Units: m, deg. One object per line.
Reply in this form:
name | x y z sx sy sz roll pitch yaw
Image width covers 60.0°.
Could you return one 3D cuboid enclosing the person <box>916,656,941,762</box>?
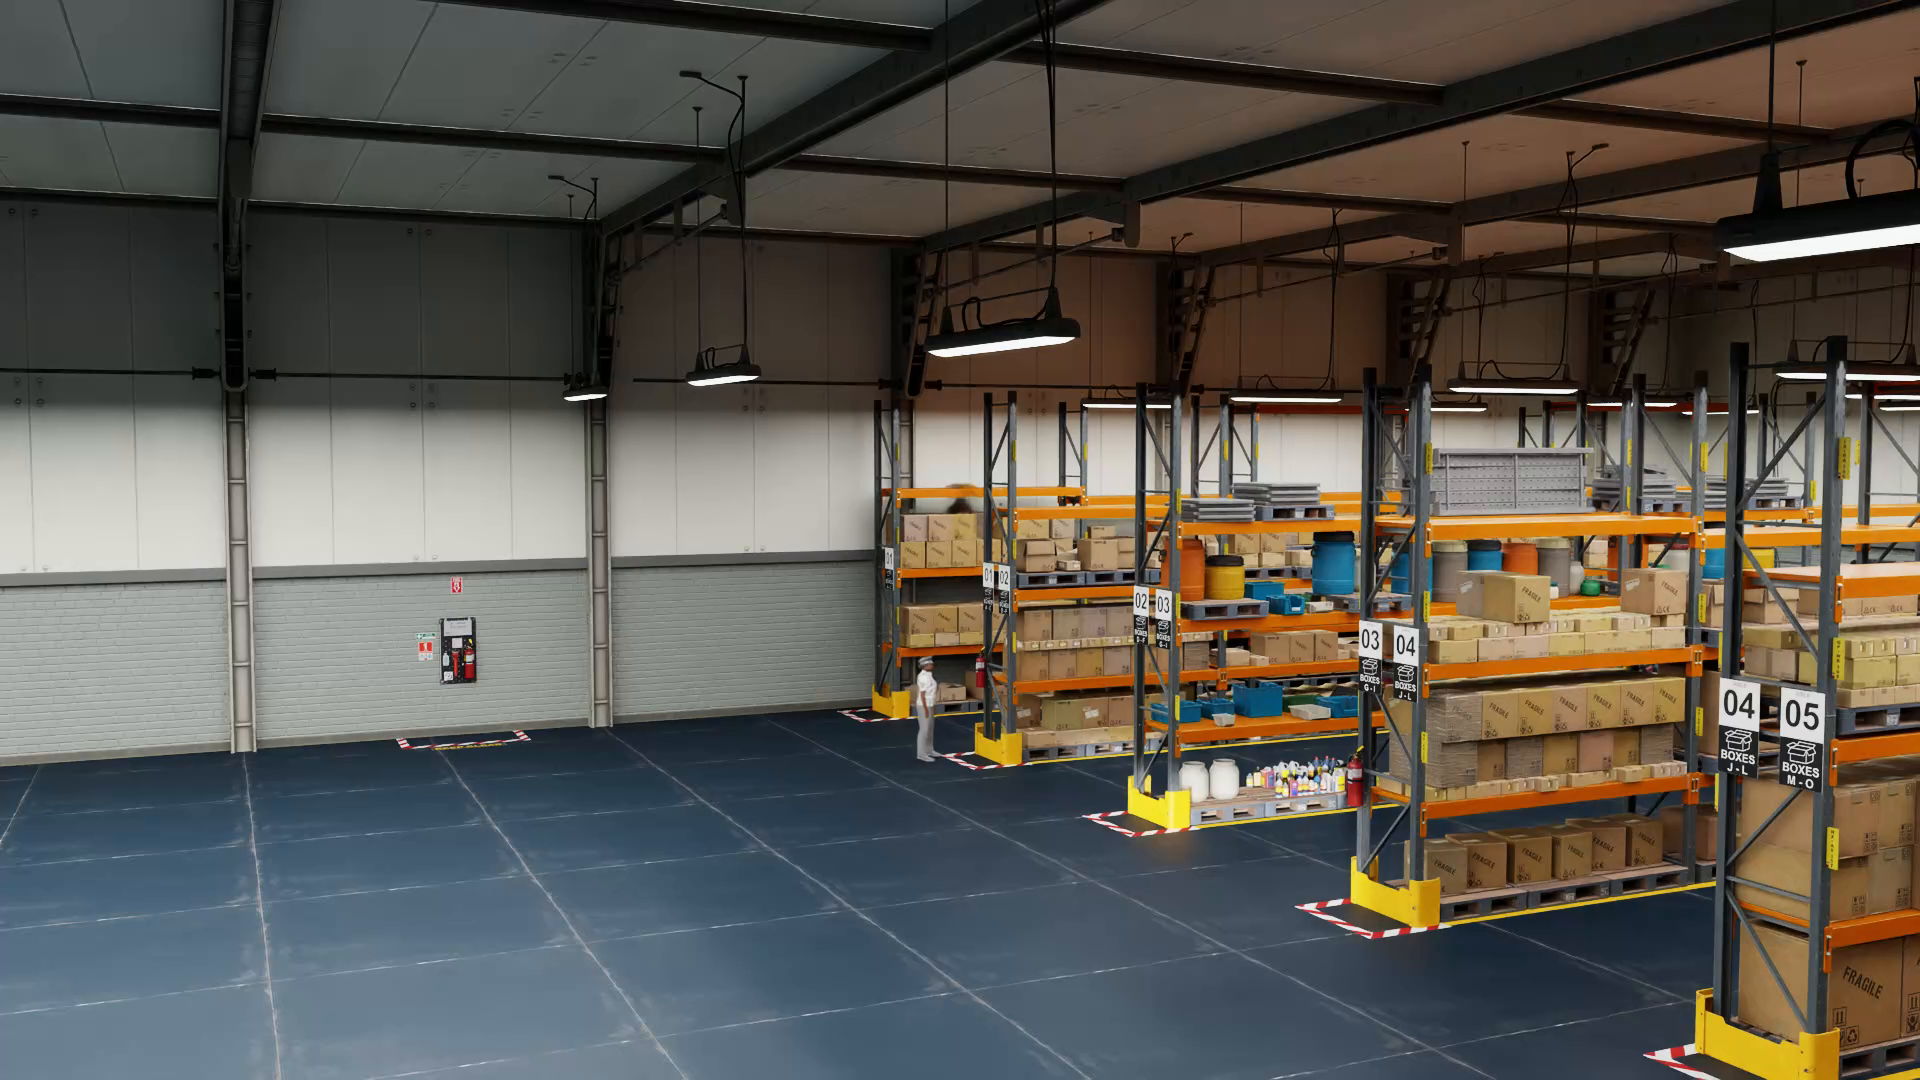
person | -0.524 2.744 27.223 0.391 1.699 0.486 1 3 9
